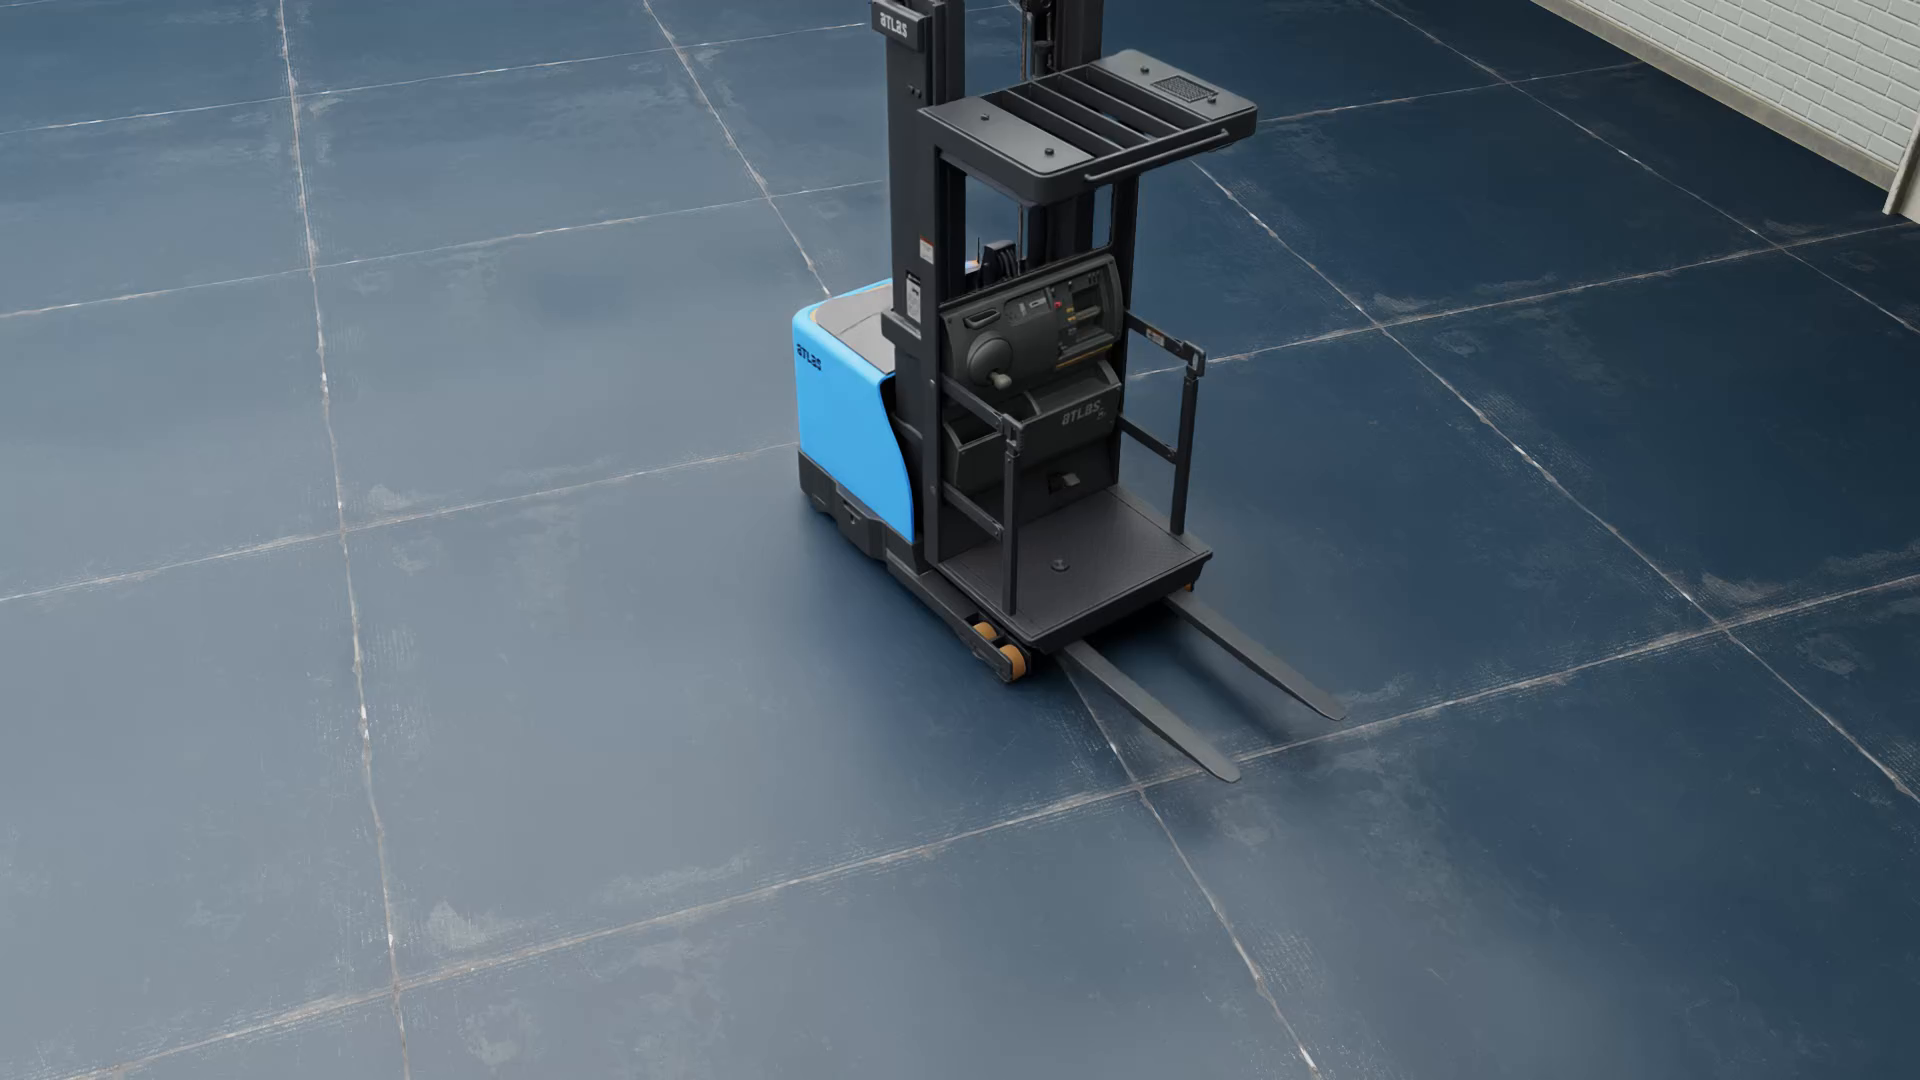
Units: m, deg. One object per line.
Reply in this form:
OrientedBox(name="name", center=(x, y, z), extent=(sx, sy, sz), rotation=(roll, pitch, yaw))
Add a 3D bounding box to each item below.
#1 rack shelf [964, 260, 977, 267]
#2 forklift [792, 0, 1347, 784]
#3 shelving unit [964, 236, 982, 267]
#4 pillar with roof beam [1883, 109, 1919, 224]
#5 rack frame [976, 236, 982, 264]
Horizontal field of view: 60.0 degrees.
OrientedBox(name="rack shelf", center=(-0.009, -1.311, 8.724), extent=(0.240, 0.259, 0.215), rotation=(-7, 38, -9))
OrientedBox(name="forklift", center=(0.454, -0.871, 7.031), extent=(1.130, 2.935, 3.031), rotation=(-24, 43, -28))
OrientedBox(name="shelving unit", center=(-0.009, -1.093, 8.888), extent=(0.252, 1.050, 0.215), rotation=(-7, 38, -9))
OrientedBox(name="pillar with roof beam", center=(2.417, -4.852, 7.272), extent=(9.100, 9.000, 0.400), rotation=(-12, 39, -16))
OrientedBox(name="rack frame", center=(0.110, -1.108, 8.908), extent=(0.008, 1.050, 0.200), rotation=(-7, 38, -9))
